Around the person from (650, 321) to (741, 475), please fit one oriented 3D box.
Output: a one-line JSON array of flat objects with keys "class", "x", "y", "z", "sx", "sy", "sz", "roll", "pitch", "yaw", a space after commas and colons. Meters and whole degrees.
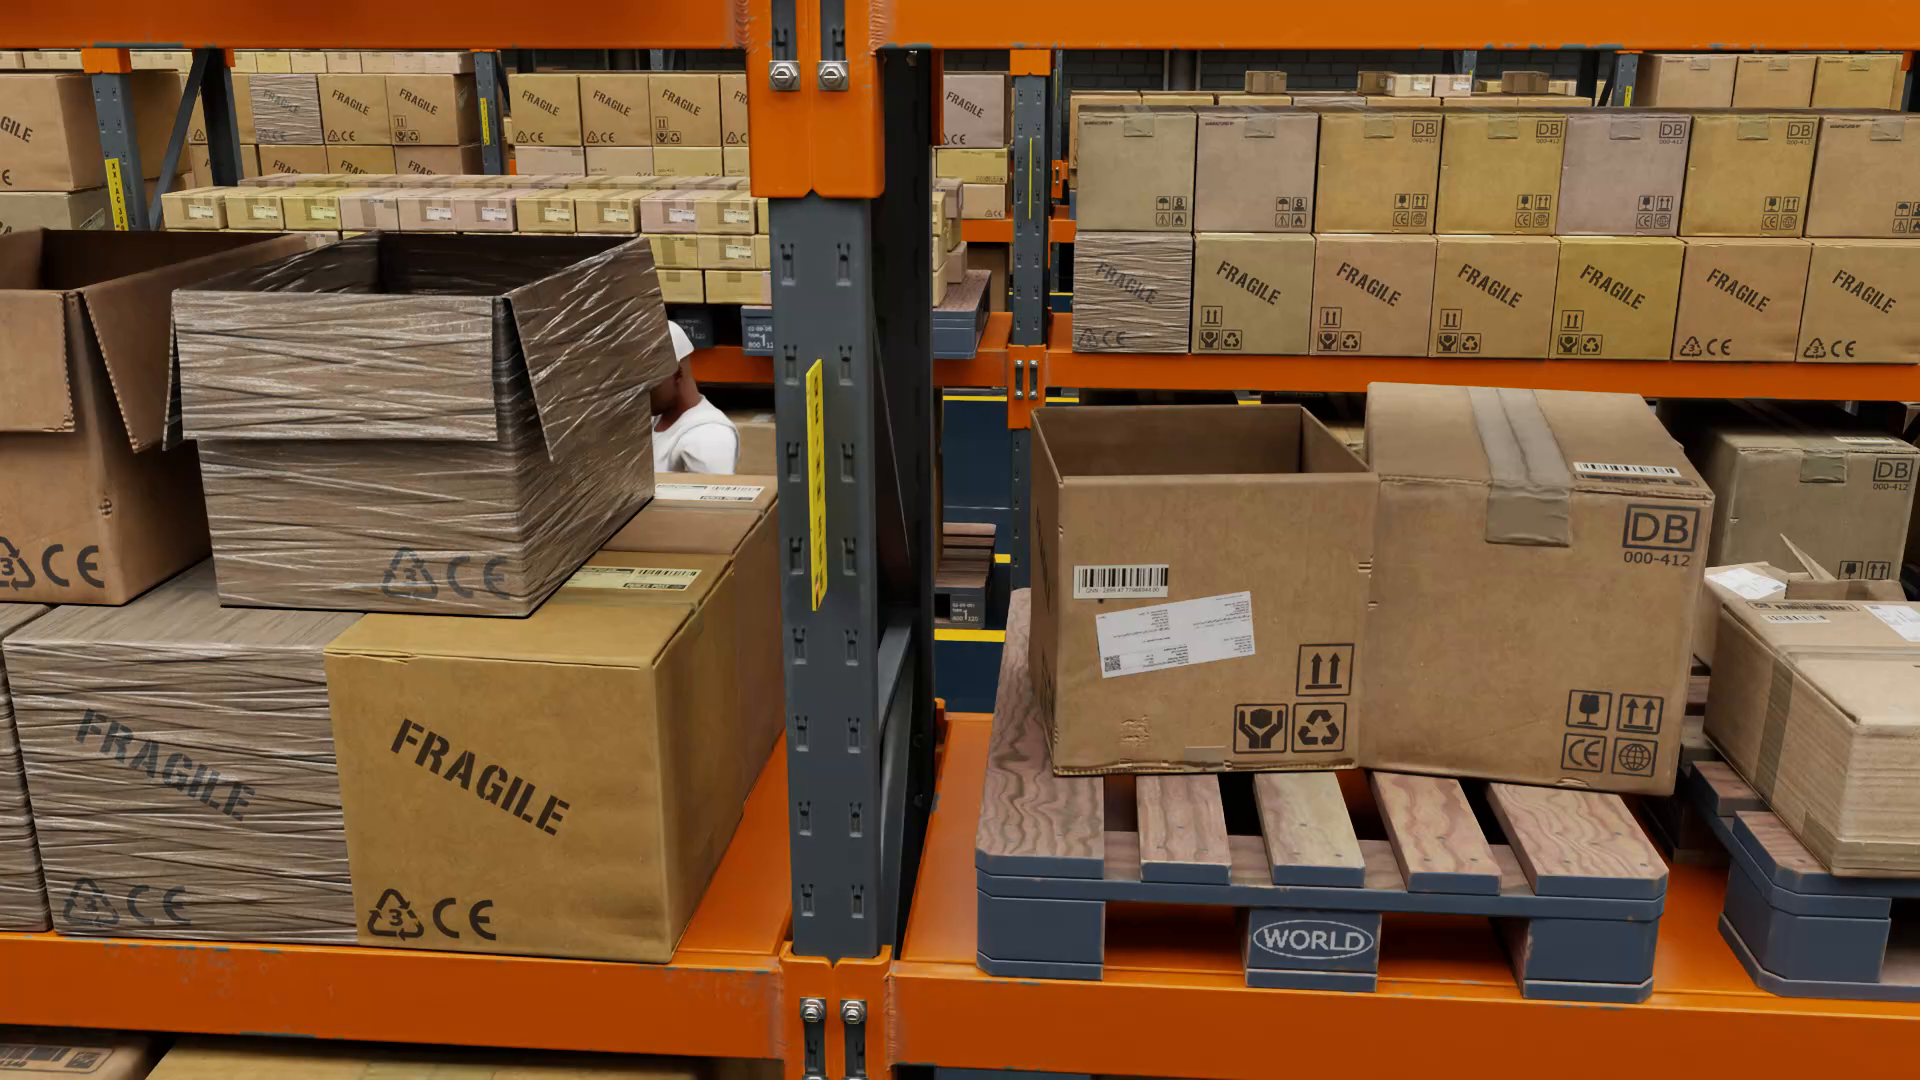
[{"class": "person", "x": -0.920, "y": 0.144, "z": 5.530, "sx": 0.809, "sy": 1.753, "sz": 0.591, "roll": -12, "pitch": 21, "yaw": -33}]
